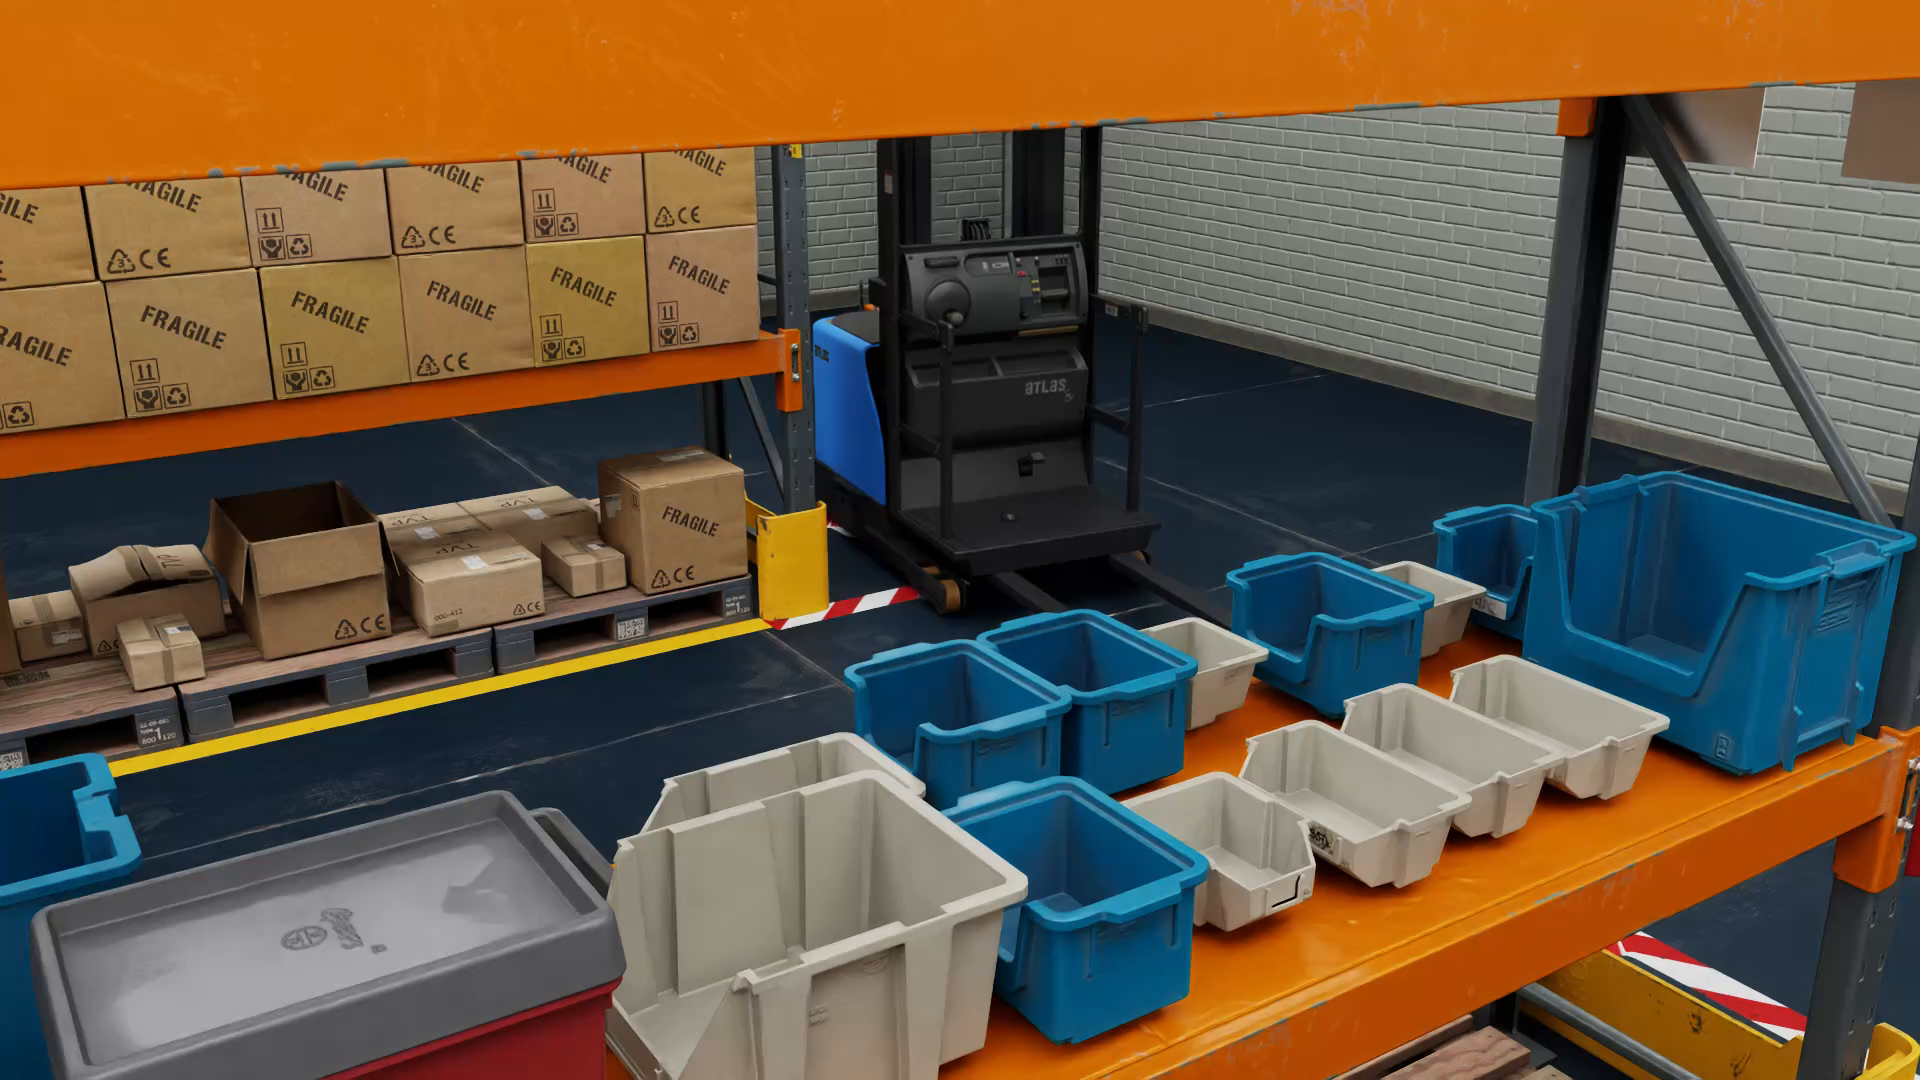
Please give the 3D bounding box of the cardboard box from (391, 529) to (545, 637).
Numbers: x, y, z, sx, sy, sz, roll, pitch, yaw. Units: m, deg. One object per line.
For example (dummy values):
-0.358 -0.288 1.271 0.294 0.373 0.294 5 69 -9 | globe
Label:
-2.120 0.175 7.149 0.500 0.250 0.500 -12 22 -31 | cardboard box

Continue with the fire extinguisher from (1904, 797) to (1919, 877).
2.106 0.394 3.599 0.183 0.674 0.296 -12 22 -31 | fire extinguisher

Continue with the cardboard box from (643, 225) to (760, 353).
-1.215 -1.136 7.264 0.500 0.500 0.500 -11 22 -30 | cardboard box

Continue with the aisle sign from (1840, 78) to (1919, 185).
1.951 -1.080 3.197 0.004 0.787 0.394 -12 22 -31 | aisle sign

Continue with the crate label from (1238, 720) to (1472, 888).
0.680 0.477 2.968 0.243 0.136 0.396 -12 22 -31 | crate label

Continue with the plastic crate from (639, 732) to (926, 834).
-0.322 0.500 2.901 0.466 0.136 0.293 -12 22 -31 | plastic crate

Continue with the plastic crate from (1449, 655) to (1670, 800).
1.149 0.374 3.272 0.243 0.136 0.396 -12 22 -31 | plastic crate

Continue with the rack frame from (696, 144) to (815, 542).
-0.991 -1.240 7.729 0.127 3.000 1.000 -12 22 -31 | rack frame

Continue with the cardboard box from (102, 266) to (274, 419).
-2.911 -0.778 6.207 0.500 0.500 0.500 -12 22 -32 | cardboard box

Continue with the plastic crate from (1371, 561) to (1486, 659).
1.029 0.172 3.871 0.298 0.136 0.250 -12 22 -31 | plastic crate

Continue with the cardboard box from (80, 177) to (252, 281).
-2.923 -1.245 6.028 0.500 0.500 0.500 -13 22 -33 | cardboard box

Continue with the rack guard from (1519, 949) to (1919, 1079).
1.743 1.262 4.231 0.348 0.500 1.175 -12 22 -31 | rack guard

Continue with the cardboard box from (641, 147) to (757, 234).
-1.211 -1.609 7.103 0.500 0.500 0.500 -12 22 -32 | cardboard box

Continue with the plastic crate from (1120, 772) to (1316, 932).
0.442 0.534 2.799 0.250 0.136 0.298 -12 22 -31 | plastic crate

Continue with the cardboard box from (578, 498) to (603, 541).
-1.738 -0.080 8.035 0.250 0.166 0.380 -12 22 -31 | cardboard box

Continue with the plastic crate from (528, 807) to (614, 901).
-0.823 0.623 2.554 0.590 0.125 0.437 -12 22 -31 | plastic crate

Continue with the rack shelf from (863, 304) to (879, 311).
-0.287 -1.258 9.364 0.480 0.148 0.258 -8 20 -24 | rack shelf

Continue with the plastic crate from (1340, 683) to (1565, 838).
0.899 0.421 3.133 0.243 0.136 0.396 -12 22 -31 | plastic crate

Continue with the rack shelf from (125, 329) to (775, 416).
-2.661 -0.639 6.771 3.809 0.124 0.919 -12 22 -31 | rack shelf

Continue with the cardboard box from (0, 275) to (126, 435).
-3.330 -0.691 5.948 0.500 0.500 0.500 -11 22 -30 | cardboard box

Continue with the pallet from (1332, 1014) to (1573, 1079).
1.020 1.542 3.855 1.213 0.211 1.003 -12 22 -31 | pallet

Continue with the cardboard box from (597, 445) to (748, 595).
-1.310 -0.102 7.580 0.500 0.500 0.500 -12 22 -31 | cardboard box

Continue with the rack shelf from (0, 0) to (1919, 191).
0.060 -0.642 2.400 4.000 0.370 1.077 -12 22 -31 | rack shelf

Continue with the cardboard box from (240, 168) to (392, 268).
-2.492 -1.337 6.298 0.500 0.500 0.500 -11 22 -30 | cardboard box

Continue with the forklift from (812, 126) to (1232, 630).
0.273 -1.201 7.719 1.130 2.935 3.031 -8 20 -24 | forklift

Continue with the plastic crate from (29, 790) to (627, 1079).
-0.727 0.641 1.971 0.583 0.464 0.402 -12 22 -31 | plastic crate

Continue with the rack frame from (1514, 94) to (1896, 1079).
1.732 0.087 3.805 0.053 2.616 0.949 -12 22 -31 | rack frame

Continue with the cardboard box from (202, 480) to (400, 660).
-2.765 0.107 6.957 0.637 0.503 0.797 -12 22 -31 | cardboard box

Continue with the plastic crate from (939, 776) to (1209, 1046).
0.156 0.567 2.552 0.300 0.233 0.416 -12 22 -31 | plastic crate

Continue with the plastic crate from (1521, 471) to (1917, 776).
1.553 0.149 3.470 0.499 0.435 0.616 -12 22 -31 | plastic crate

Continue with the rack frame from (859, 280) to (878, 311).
-0.508 -0.852 9.391 0.015 1.200 0.240 -8 20 -24 | rack frame

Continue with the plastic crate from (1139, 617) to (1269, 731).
0.463 0.291 3.517 0.298 0.136 0.250 -12 22 -31 | plastic crate

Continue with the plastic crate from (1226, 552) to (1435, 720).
0.793 0.208 3.614 0.300 0.233 0.416 -12 22 -31 | plastic crate

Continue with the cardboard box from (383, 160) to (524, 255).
-2.063 -1.427 6.565 0.500 0.500 0.500 -11 22 -30 | cardboard box

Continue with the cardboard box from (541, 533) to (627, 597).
-1.697 0.103 7.494 0.250 0.166 0.380 -12 22 -31 | cardboard box

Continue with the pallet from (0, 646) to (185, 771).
-3.758 0.665 6.448 1.213 0.211 1.003 -12 22 -31 | pallet

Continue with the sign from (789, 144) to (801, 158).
-0.702 -1.786 7.043 0.005 0.325 0.100 -12 22 -31 | sign

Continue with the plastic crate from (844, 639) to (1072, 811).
-0.007 0.377 3.114 0.300 0.233 0.416 -12 22 -31 | plastic crate

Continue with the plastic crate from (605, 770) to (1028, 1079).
-0.234 0.598 2.383 0.530 0.282 0.437 -12 22 -31 | plastic crate

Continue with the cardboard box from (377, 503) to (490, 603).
-2.436 0.050 7.519 0.500 0.250 0.500 -12 22 -31 | cardboard box

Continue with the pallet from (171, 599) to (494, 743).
-2.738 0.449 7.088 1.213 0.211 1.003 -12 22 -31 | pallet

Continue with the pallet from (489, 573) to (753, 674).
-1.720 0.235 7.720 1.213 0.211 1.003 -12 22 -31 | pallet

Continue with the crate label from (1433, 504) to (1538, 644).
1.343 0.092 3.957 0.303 0.233 0.416 -12 22 -31 | crate label

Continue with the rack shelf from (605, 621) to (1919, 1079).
0.060 0.779 2.881 4.000 0.370 1.077 -12 22 -31 | rack shelf

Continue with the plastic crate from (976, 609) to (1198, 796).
0.243 0.324 3.271 0.300 0.233 0.416 -12 22 -31 | plastic crate

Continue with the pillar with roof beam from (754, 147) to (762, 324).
0.428 -4.962 9.370 0.400 9.000 9.100 -12 22 -31 | pillar with roof beam

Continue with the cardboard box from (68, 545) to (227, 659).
-3.385 0.222 6.917 0.500 0.311 0.500 -12 22 -31 | cardboard box

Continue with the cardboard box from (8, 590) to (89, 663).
-3.732 0.348 6.795 0.250 0.149 0.380 -12 22 -31 | cardboard box

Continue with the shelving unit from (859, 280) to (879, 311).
-0.286 -0.885 9.488 0.503 1.200 0.258 -8 20 -24 | shelving unit

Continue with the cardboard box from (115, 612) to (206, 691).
-3.145 0.427 6.534 0.250 0.166 0.380 -12 22 -31 | cardboard box

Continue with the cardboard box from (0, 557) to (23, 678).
-4.012 0.264 6.496 0.500 0.500 0.500 -12 22 -31 | cardboard box

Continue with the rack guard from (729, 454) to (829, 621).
-1.054 -0.042 8.089 0.348 0.500 1.175 -12 22 -31 | rack guard

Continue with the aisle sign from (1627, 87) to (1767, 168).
1.627 -1.238 3.664 0.004 0.787 0.394 -12 22 -31 | aisle sign

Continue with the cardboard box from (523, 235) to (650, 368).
-1.647 -1.043 6.991 0.500 0.500 0.500 -12 22 -31 | cardboard box

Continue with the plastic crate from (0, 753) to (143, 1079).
-1.408 0.596 2.230 0.575 0.384 0.392 -12 22 -31 | plastic crate
